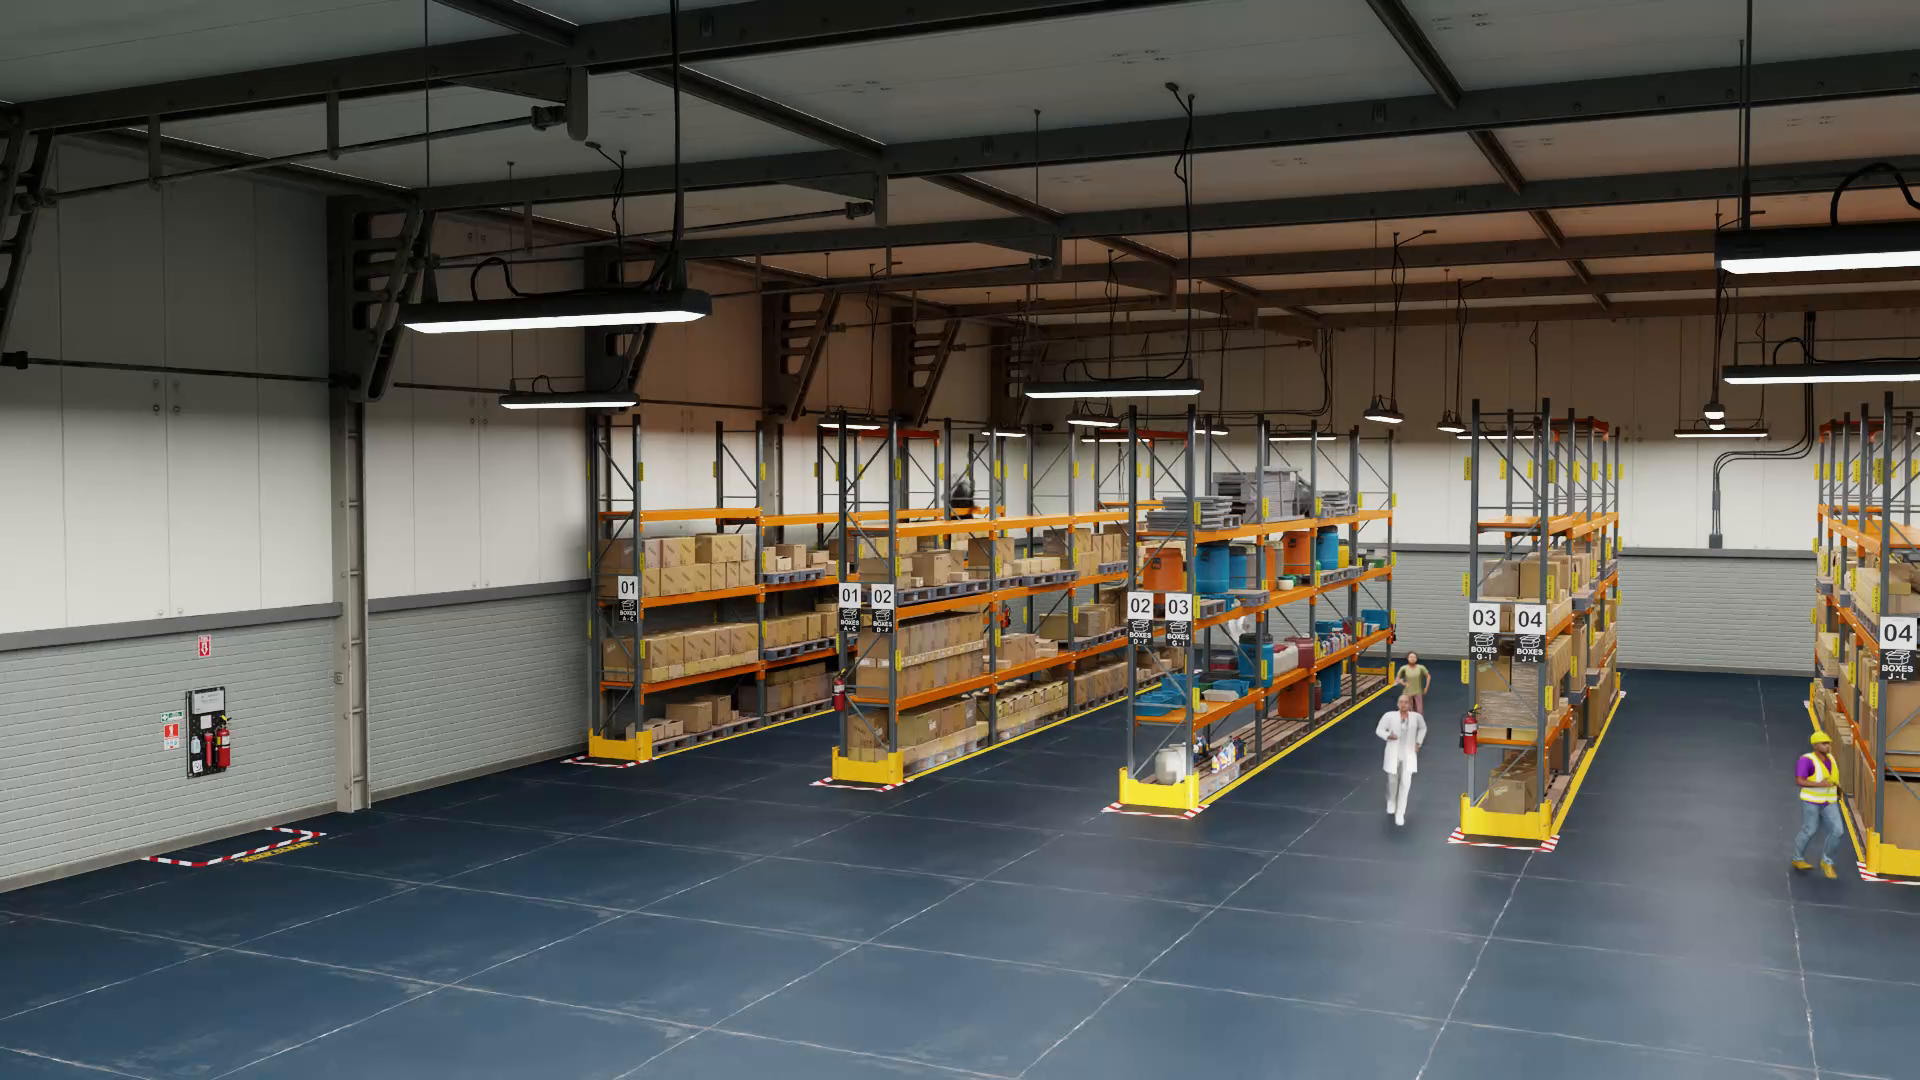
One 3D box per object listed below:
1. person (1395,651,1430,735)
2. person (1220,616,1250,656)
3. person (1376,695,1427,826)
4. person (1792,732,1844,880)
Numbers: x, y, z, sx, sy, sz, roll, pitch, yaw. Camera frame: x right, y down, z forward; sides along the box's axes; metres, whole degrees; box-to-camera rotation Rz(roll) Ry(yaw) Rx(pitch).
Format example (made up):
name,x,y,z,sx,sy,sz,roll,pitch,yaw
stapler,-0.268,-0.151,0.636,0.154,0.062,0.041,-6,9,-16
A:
name,x,y,z,sx,sy,sz,roll,pitch,yaw
person,8.436,2.895,30.975,0.630,1.641,0.551,1,2,13
person,6.723,2.461,40.481,0.683,1.799,0.794,0,2,-9
person,6.348,3.113,23.928,0.714,1.788,0.949,1,2,13
person,10.653,3.282,20.583,0.710,1.824,0.708,0,2,-10
